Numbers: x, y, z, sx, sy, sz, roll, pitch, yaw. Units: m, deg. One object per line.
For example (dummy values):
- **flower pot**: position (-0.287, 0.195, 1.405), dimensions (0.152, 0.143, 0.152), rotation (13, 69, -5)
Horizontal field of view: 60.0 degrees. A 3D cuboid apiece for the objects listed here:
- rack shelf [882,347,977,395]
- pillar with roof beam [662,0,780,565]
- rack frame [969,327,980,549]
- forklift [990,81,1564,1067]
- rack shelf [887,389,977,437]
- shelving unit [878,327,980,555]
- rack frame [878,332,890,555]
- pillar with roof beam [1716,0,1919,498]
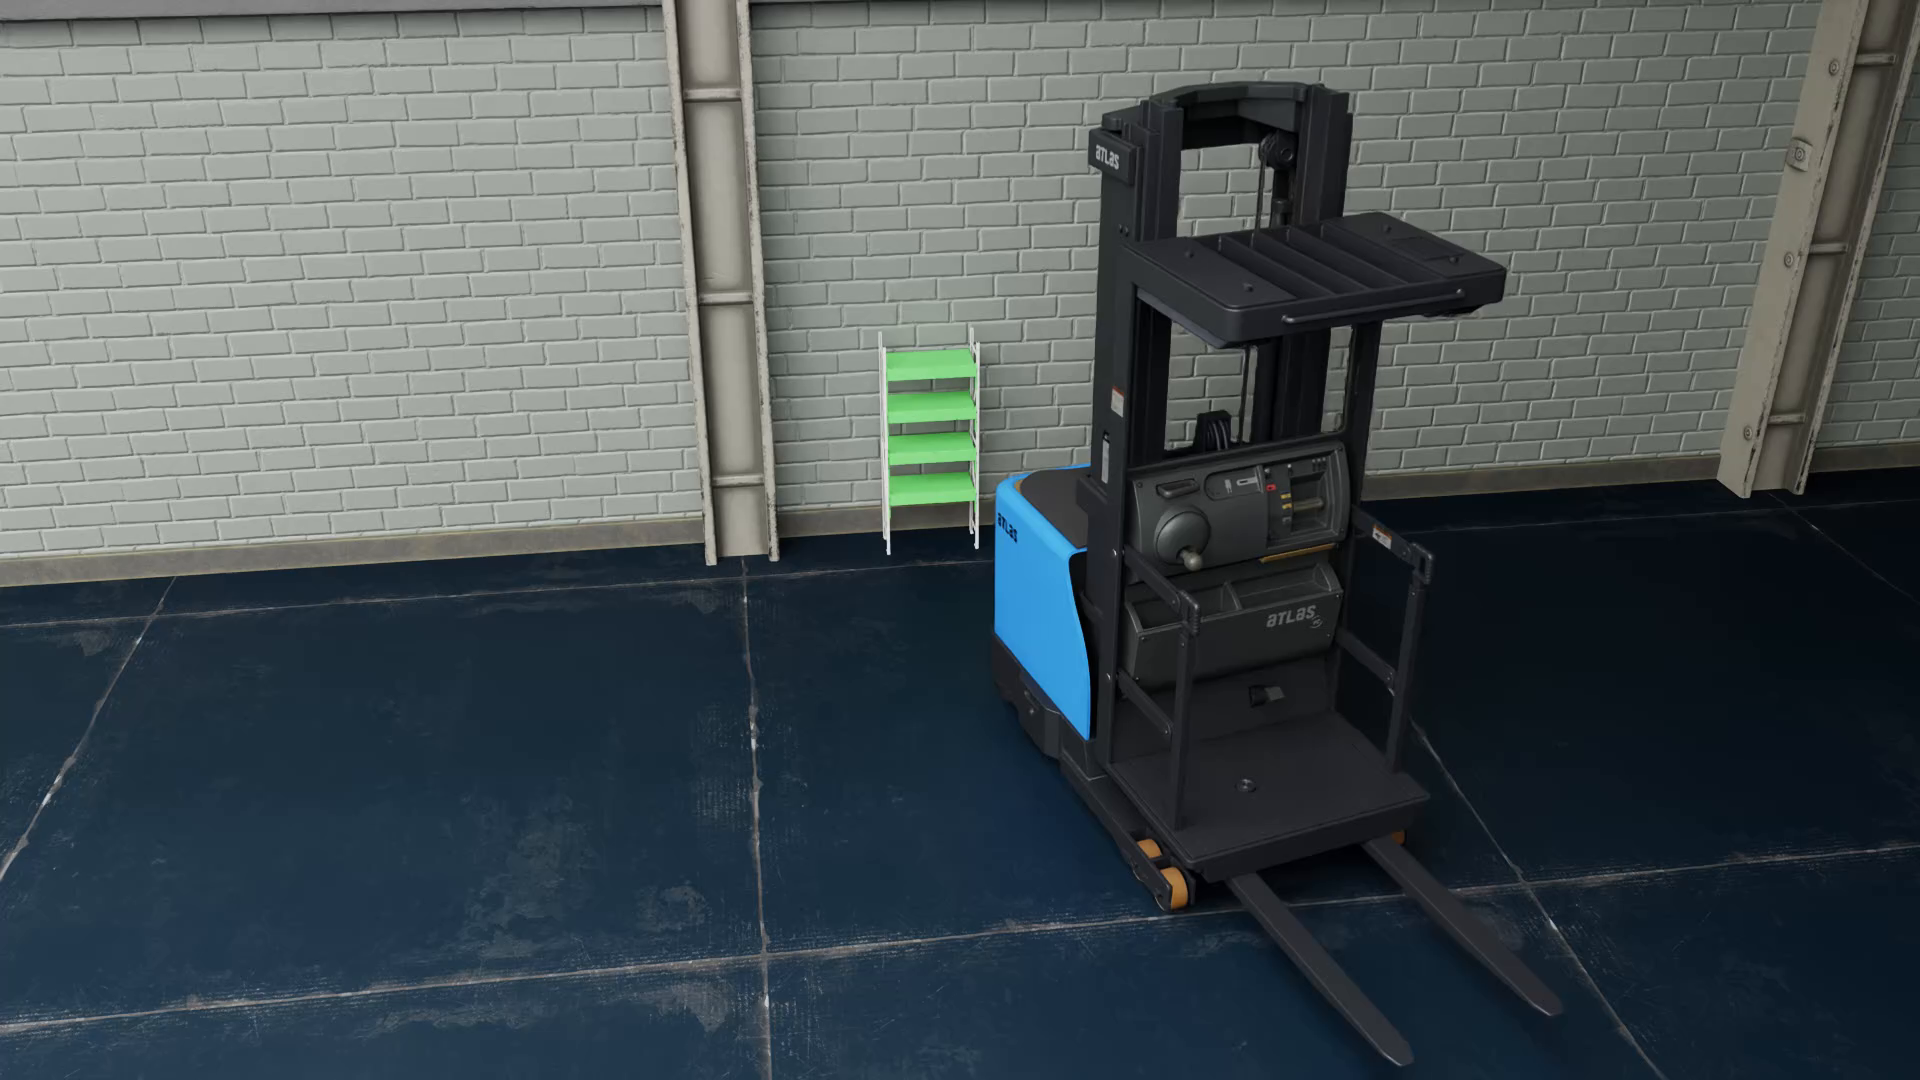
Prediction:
- **rack shelf**: position (-0.164, -0.893, 8.766), dimensions (0.480, 0.148, 0.258), rotation (-4, 27, -7)
- **pillar with roof beam**: position (-0.595, -2.003, 3.296), dimensions (0.400, 9.000, 9.100), rotation (-4, 27, -7)
- **rack frame**: position (0.078, -0.539, 8.986), dimensions (0.015, 1.200, 0.240), rotation (-4, 27, -7)
- **forklift**: position (1.170, -0.087, 6.210), dimensions (1.130, 2.935, 3.031), rotation (-11, 29, -20)
- **rack shelf**: position (-0.164, -0.680, 8.875), dimensions (0.480, 0.148, 0.258), rotation (-4, 27, -7)
- **shelving unit**: position (-0.164, -0.523, 8.956), dimensions (0.503, 1.200, 0.258), rotation (-4, 27, -7)
- **rack frame**: position (-0.406, -0.508, 8.925), dimensions (0.015, 1.200, 0.240), rotation (-4, 27, -7)
- **pillar with roof beam**: position (5.346, -2.384, 4.040), dimensions (0.400, 9.000, 9.100), rotation (-4, 27, -7)
